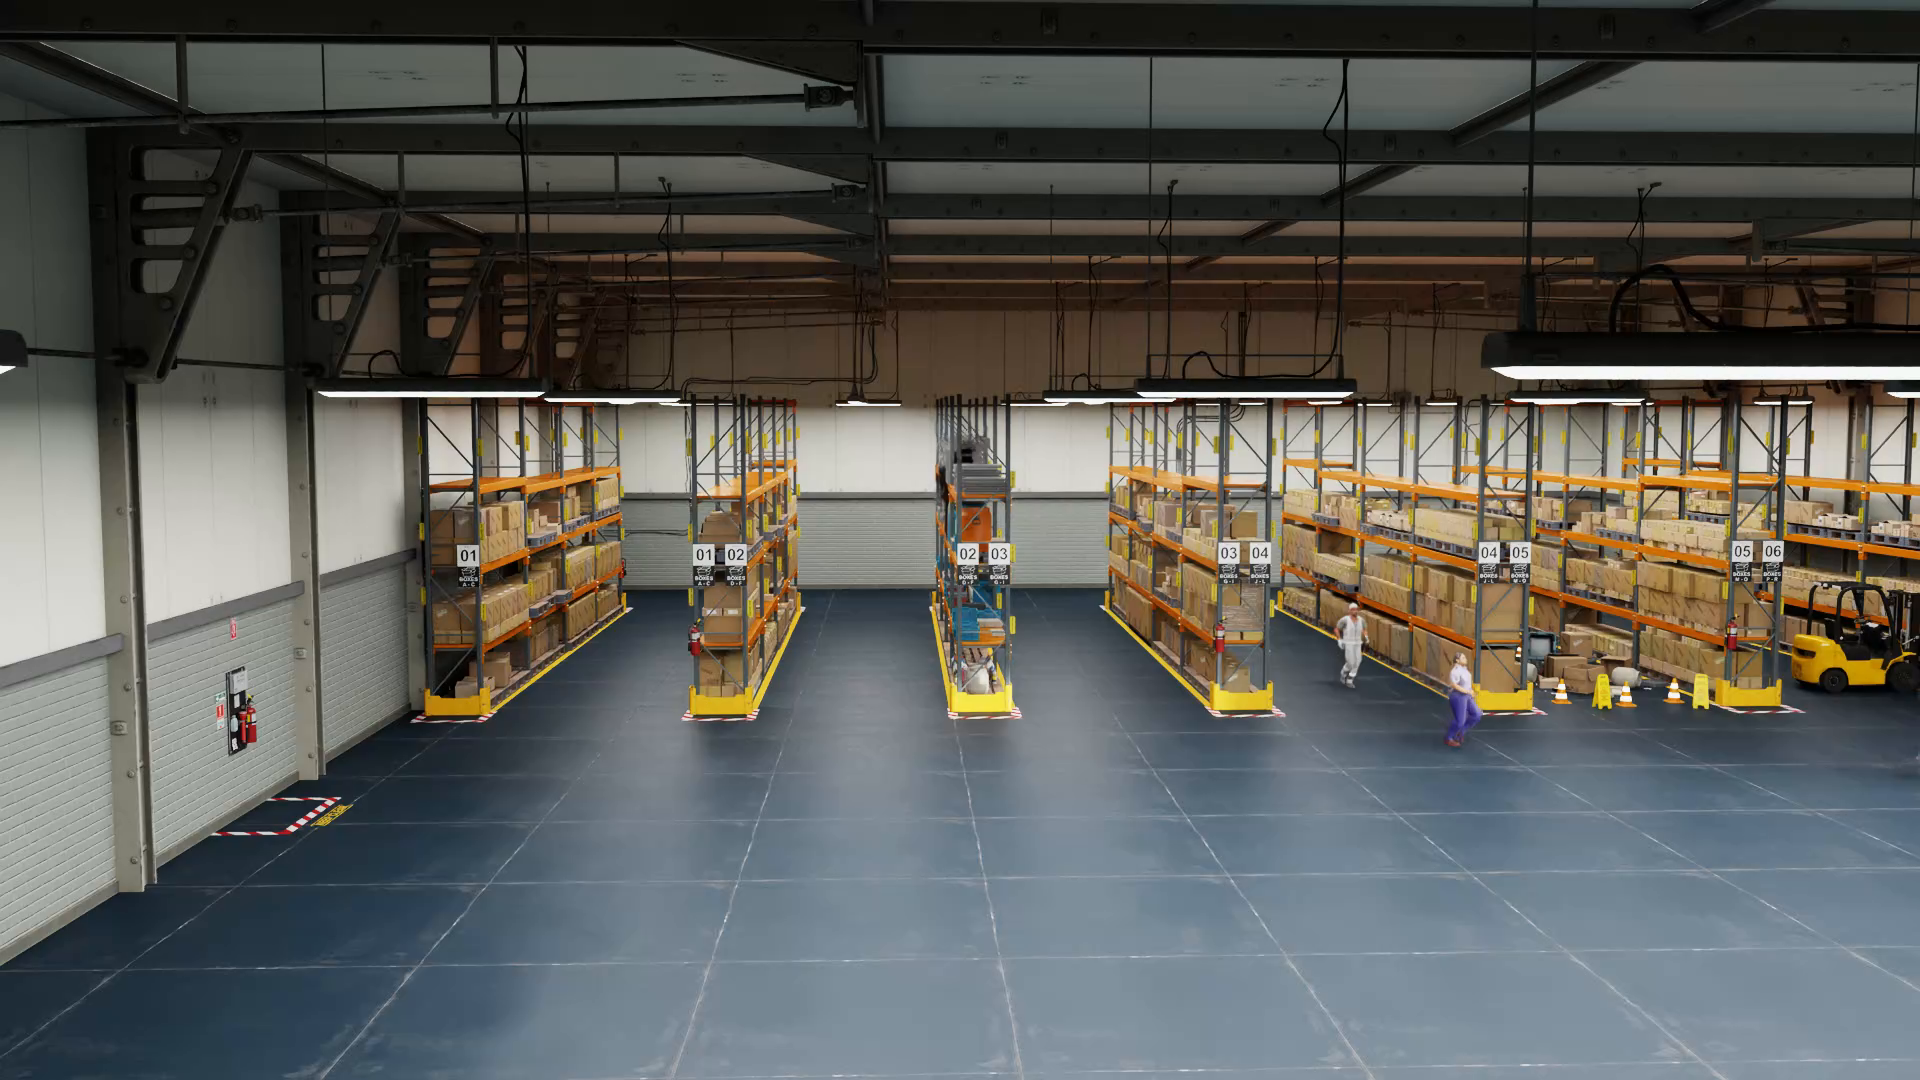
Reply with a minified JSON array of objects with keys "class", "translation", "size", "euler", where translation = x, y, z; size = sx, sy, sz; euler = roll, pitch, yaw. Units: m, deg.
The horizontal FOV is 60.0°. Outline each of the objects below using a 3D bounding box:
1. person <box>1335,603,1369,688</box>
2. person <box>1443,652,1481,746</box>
[{"class":"person","translation":[8.076,2.164,34.110],"size":[0.669,1.749,0.584],"euler":[-1,5,-14]},{"class":"person","translation":[8.529,2.696,28.248],"size":[0.588,1.605,0.618],"euler":[3,6,36]}]
